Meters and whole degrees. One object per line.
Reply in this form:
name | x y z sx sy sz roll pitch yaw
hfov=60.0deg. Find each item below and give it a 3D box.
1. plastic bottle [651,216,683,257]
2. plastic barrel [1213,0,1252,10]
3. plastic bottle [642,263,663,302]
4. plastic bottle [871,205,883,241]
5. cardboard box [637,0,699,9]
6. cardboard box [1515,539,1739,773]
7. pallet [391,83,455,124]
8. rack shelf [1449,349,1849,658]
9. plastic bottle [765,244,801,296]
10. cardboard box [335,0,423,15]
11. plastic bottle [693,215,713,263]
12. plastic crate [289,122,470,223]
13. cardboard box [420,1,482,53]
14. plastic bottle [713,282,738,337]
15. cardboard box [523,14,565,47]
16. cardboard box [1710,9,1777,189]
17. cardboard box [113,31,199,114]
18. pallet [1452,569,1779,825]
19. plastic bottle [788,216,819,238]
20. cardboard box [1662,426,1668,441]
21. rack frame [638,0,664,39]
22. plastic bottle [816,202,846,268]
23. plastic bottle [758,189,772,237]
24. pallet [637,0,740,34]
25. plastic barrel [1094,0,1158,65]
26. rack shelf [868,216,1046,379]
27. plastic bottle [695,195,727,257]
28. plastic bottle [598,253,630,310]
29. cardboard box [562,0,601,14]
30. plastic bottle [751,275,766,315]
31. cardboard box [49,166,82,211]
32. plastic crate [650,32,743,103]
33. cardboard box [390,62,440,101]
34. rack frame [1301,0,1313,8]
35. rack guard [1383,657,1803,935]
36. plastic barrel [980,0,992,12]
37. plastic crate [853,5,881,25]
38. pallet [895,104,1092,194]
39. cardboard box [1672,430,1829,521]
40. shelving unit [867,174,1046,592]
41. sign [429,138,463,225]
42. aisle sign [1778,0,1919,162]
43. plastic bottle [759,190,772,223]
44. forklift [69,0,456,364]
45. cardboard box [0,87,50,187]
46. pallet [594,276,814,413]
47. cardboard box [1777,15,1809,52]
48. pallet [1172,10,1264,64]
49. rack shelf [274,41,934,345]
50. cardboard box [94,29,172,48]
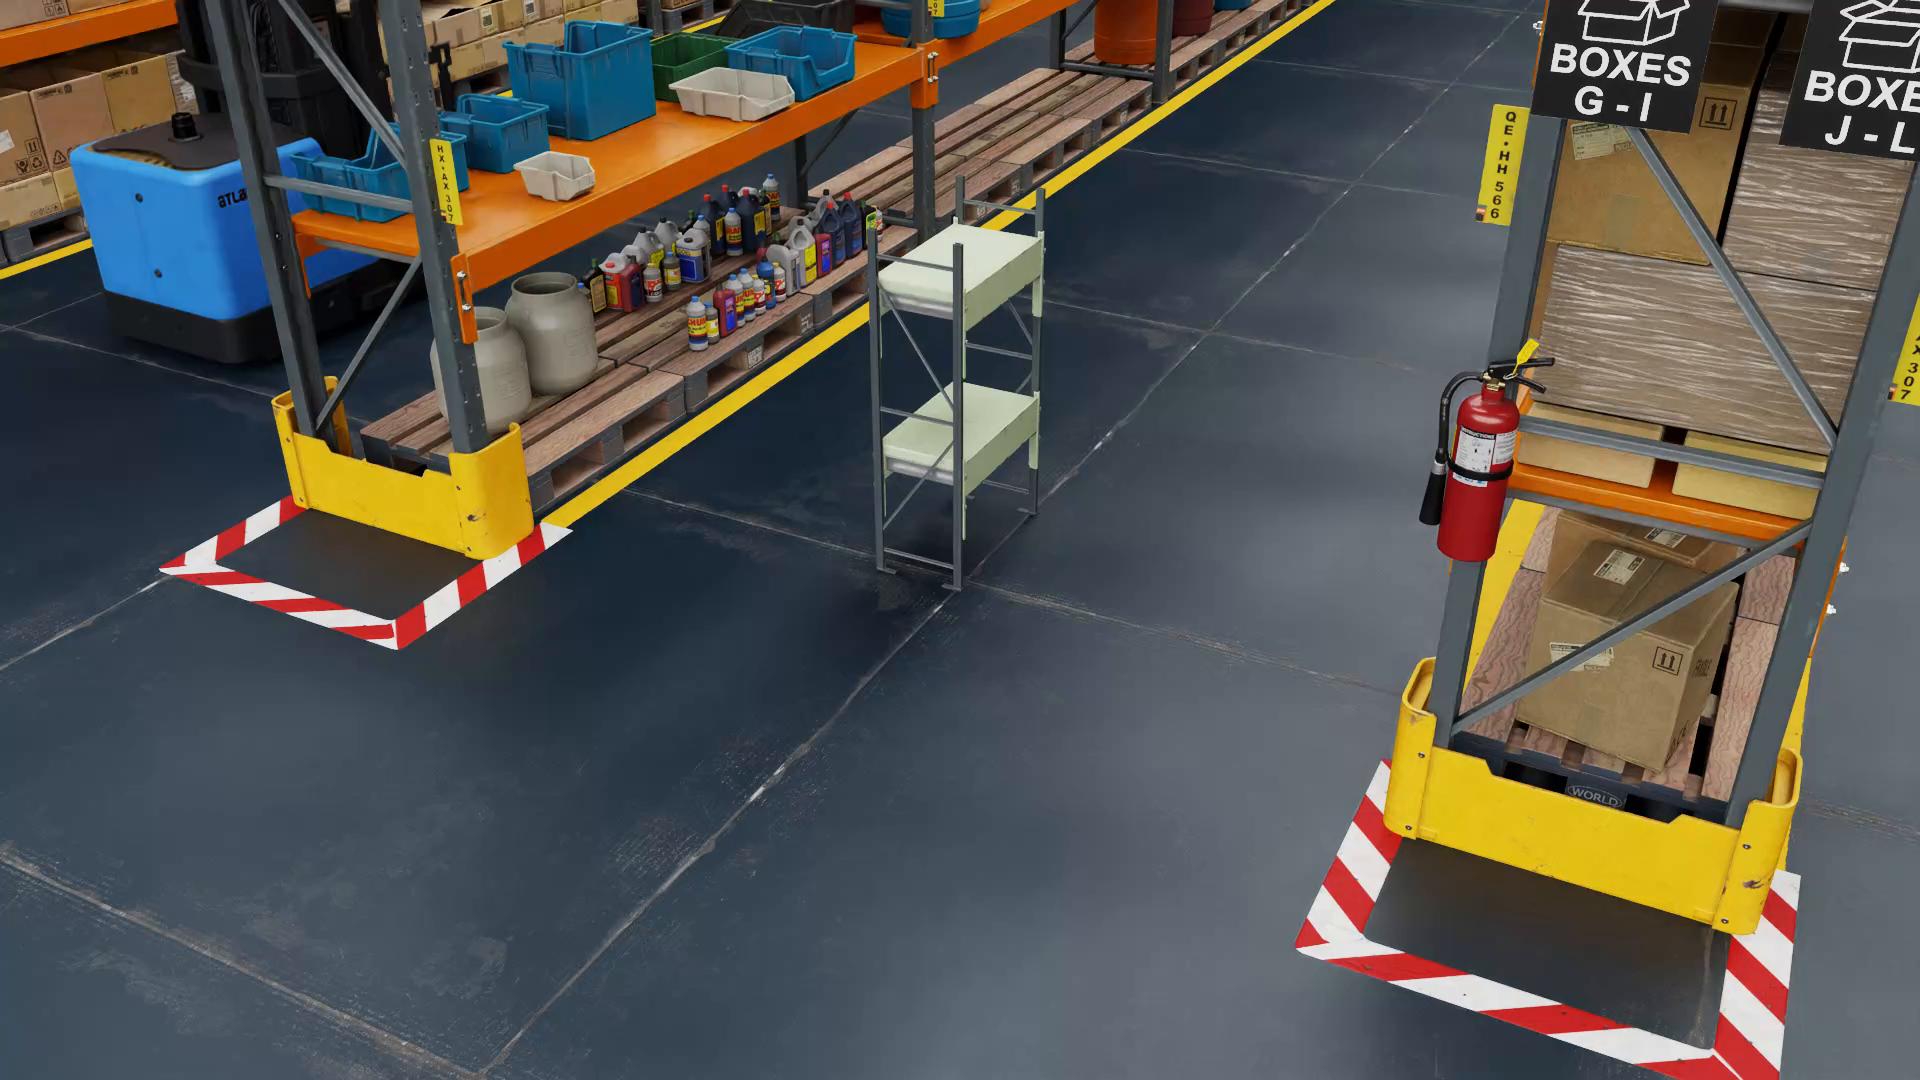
plastic bottle | -1.638 -1.648 9.327 0.144 0.351 0.185 14 33 23
plastic barrel | 2.437 -5.410 15.344 0.600 0.901 0.708 14 33 23
plastic bottle | -1.675 -1.407 9.056 0.097 0.201 0.097 0 30 0
plastic bottle | -0.509 -1.888 9.894 0.097 0.201 0.097 0 30 0
cardboard box | -2.745 -5.285 15.509 0.500 0.500 0.500 16 33 25
cardboard box | 2.265 0.383 5.658 0.500 0.500 0.500 21 36 32
pallet | -4.728 -3.394 12.948 1.003 0.211 1.213 14 33 23
rack shelf | 2.877 -0.820 6.388 1.077 0.370 4.000 14 33 23
plastic bottle | -0.970 -1.502 9.146 0.152 0.276 0.135 15 33 24
cardboard box | -4.639 -4.198 13.324 0.500 0.311 0.500 14 33 23
plastic bottle | -1.478 -1.729 9.546 0.097 0.271 0.097 0 30 0
plastic crate | -2.482 -1.594 7.163 0.499 0.251 0.616 14 33 23
cardboard box | -4.152 -4.078 13.115 0.500 0.311 0.500 13 32 22
plastic bottle | -1.221 -1.211 8.633 0.061 0.283 0.133 15 33 24
cardboard box | -3.693 -4.290 14.049 0.500 0.250 0.500 15 33 24
cardboard box | 2.219 -1.374 5.228 0.500 0.500 0.500 14 33 23
cardboard box | -5.284 -3.108 11.237 0.500 0.500 0.500 14 33 23
pallet | 2.402 0.578 6.031 1.003 0.211 1.213 14 33 23
plastic bottle | -0.889 -1.738 9.558 0.152 0.276 0.135 14 33 23
cardboard box | 2.026 -0.420 5.222 0.380 0.149 0.250 14 33 23
rack frame | -3.207 -6.041 14.757 1.000 3.000 0.127 14 33 23
plastic bottle | -0.746 -1.748 9.501 0.144 0.351 0.185 13 32 21
plastic bottle | -1.185 -1.940 9.902 0.061 0.283 0.133 14 33 23
pallet | -2.833 -5.154 16.013 1.003 0.211 1.213 14 33 23
plastic barrel | 1.408 -4.377 13.618 0.600 0.830 0.708 14 33 23
rack shelf | -0.003 -0.986 6.677 0.431 0.370 0.720 14 33 23
plastic bottle | -1.445 -1.837 9.655 0.144 0.351 0.185 13 32 21
plastic bottle | -1.858 -1.398 8.965 0.152 0.276 0.135 15 33 24
cardboard box | -3.458 -4.754 14.292 0.500 0.311 0.500 14 33 23
plastic bottle | -1.094 -1.320 8.904 0.097 0.201 0.097 0 30 0
cardboard box | -5.724 -2.336 10.645 0.500 0.250 0.500 14 33 23
plastic crate | -1.491 -2.513 8.826 0.450 0.188 0.662 14 33 23
cardboard box | -4.391 -3.606 12.857 0.500 0.250 0.500 15 33 24
rack frame | 3.023 -6.689 15.886 1.000 3.000 0.127 14 33 23
rack guard | 2.000 0.805 5.346 1.175 0.500 0.348 14 33 23
plastic barrel | 0.009 -3.576 10.328 0.433 0.535 0.433 0 30 0
plastic crate | -0.673 -3.454 10.188 0.402 0.464 0.583 14 33 23
pallet | 0.256 -2.833 11.971 1.003 0.211 1.213 14 33 23
cardboard box | 2.308 -0.209 4.854 0.380 0.149 0.250 14 33 23
shelving unit | -0.003 -0.647 6.871 0.431 1.500 0.755 14 33 23
sign | -1.956 -1.362 6.332 0.100 0.325 0.005 14 33 23
aisle sign | 2.204 -1.277 3.851 0.394 0.787 0.004 14 33 23
plastic bottle | -1.203 -2.033 10.146 0.097 0.201 0.097 0 30 0
forklift | -3.503 -2.898 9.353 1.130 2.935 3.031 15 33 25
cardboard box | -5.967 -2.443 10.079 0.500 0.500 0.500 14 33 23
pallet | -1.519 -1.102 8.957 1.003 0.211 1.213 14 33 23
cardboard box | 2.693 -1.253 5.017 0.500 0.500 0.500 14 33 23
pallet | 2.080 -4.604 15.055 1.003 0.211 1.213 14 33 23
rack shelf | -1.533 -1.944 8.345 1.077 0.370 4.000 14 33 23
cardboard box | -5.740 -3.225 11.439 0.500 0.500 0.500 14 33 23
